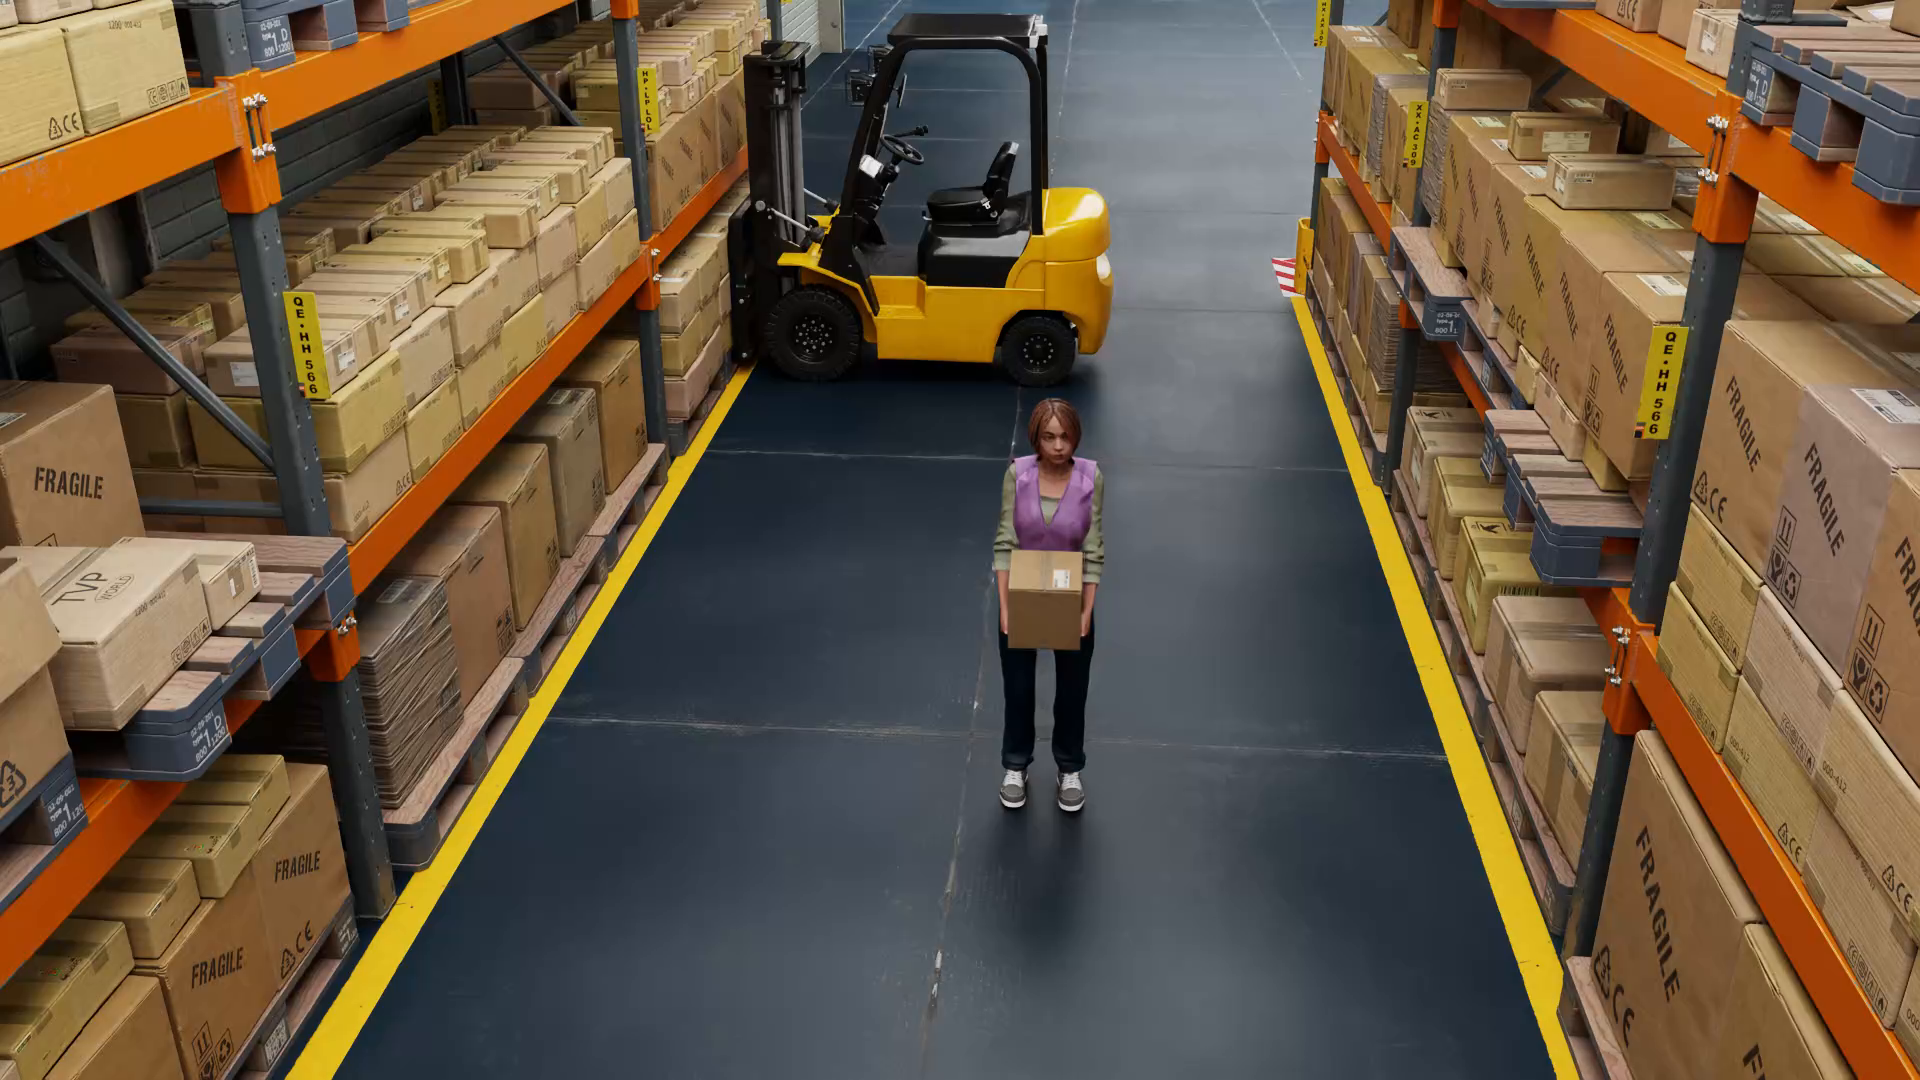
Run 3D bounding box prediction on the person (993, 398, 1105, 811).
[{"bbox_3d":[0.316,0.280,6.020,0.396,1.598,0.493,2,25,4],"label":"person"}]
